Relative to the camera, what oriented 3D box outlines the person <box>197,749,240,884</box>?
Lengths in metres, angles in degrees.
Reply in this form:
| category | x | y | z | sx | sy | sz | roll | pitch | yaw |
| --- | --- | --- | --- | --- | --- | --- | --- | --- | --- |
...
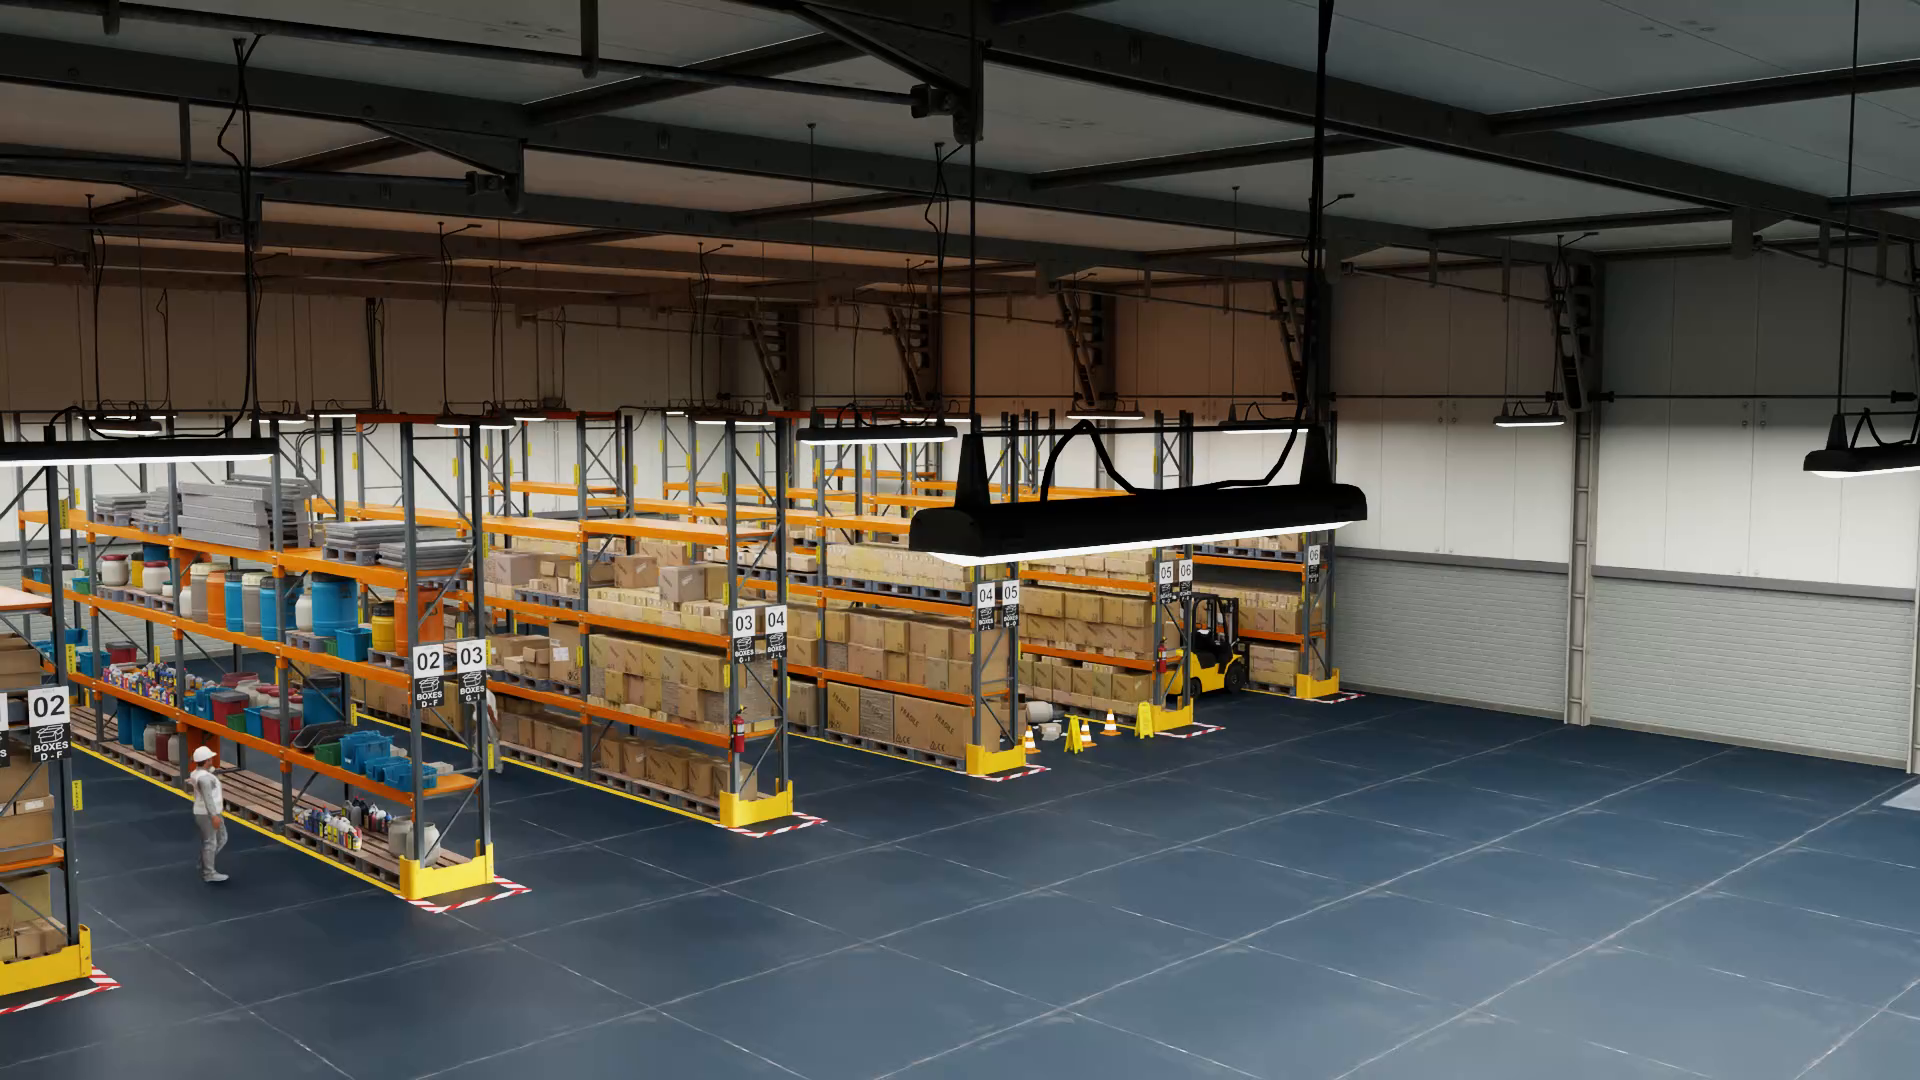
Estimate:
| category | x | y | z | sx | sy | sz | roll | pitch | yaw |
| --- | --- | --- | --- | --- | --- | --- | --- | --- | --- |
| person | -9.714 | 3.596 | 21.633 | 0.617 | 1.772 | 0.640 | 0 | 5 | -4 |

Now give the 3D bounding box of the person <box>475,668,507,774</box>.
| category | x | y | z | sx | sy | sz | roll | pitch | yaw |
| --- | --- | --- | --- | --- | --- | --- | --- | --- | --- |
| person | -7.879 | 3.017 | 27.863 | 0.509 | 1.761 | 0.662 | -3 | 6 | -34 |
